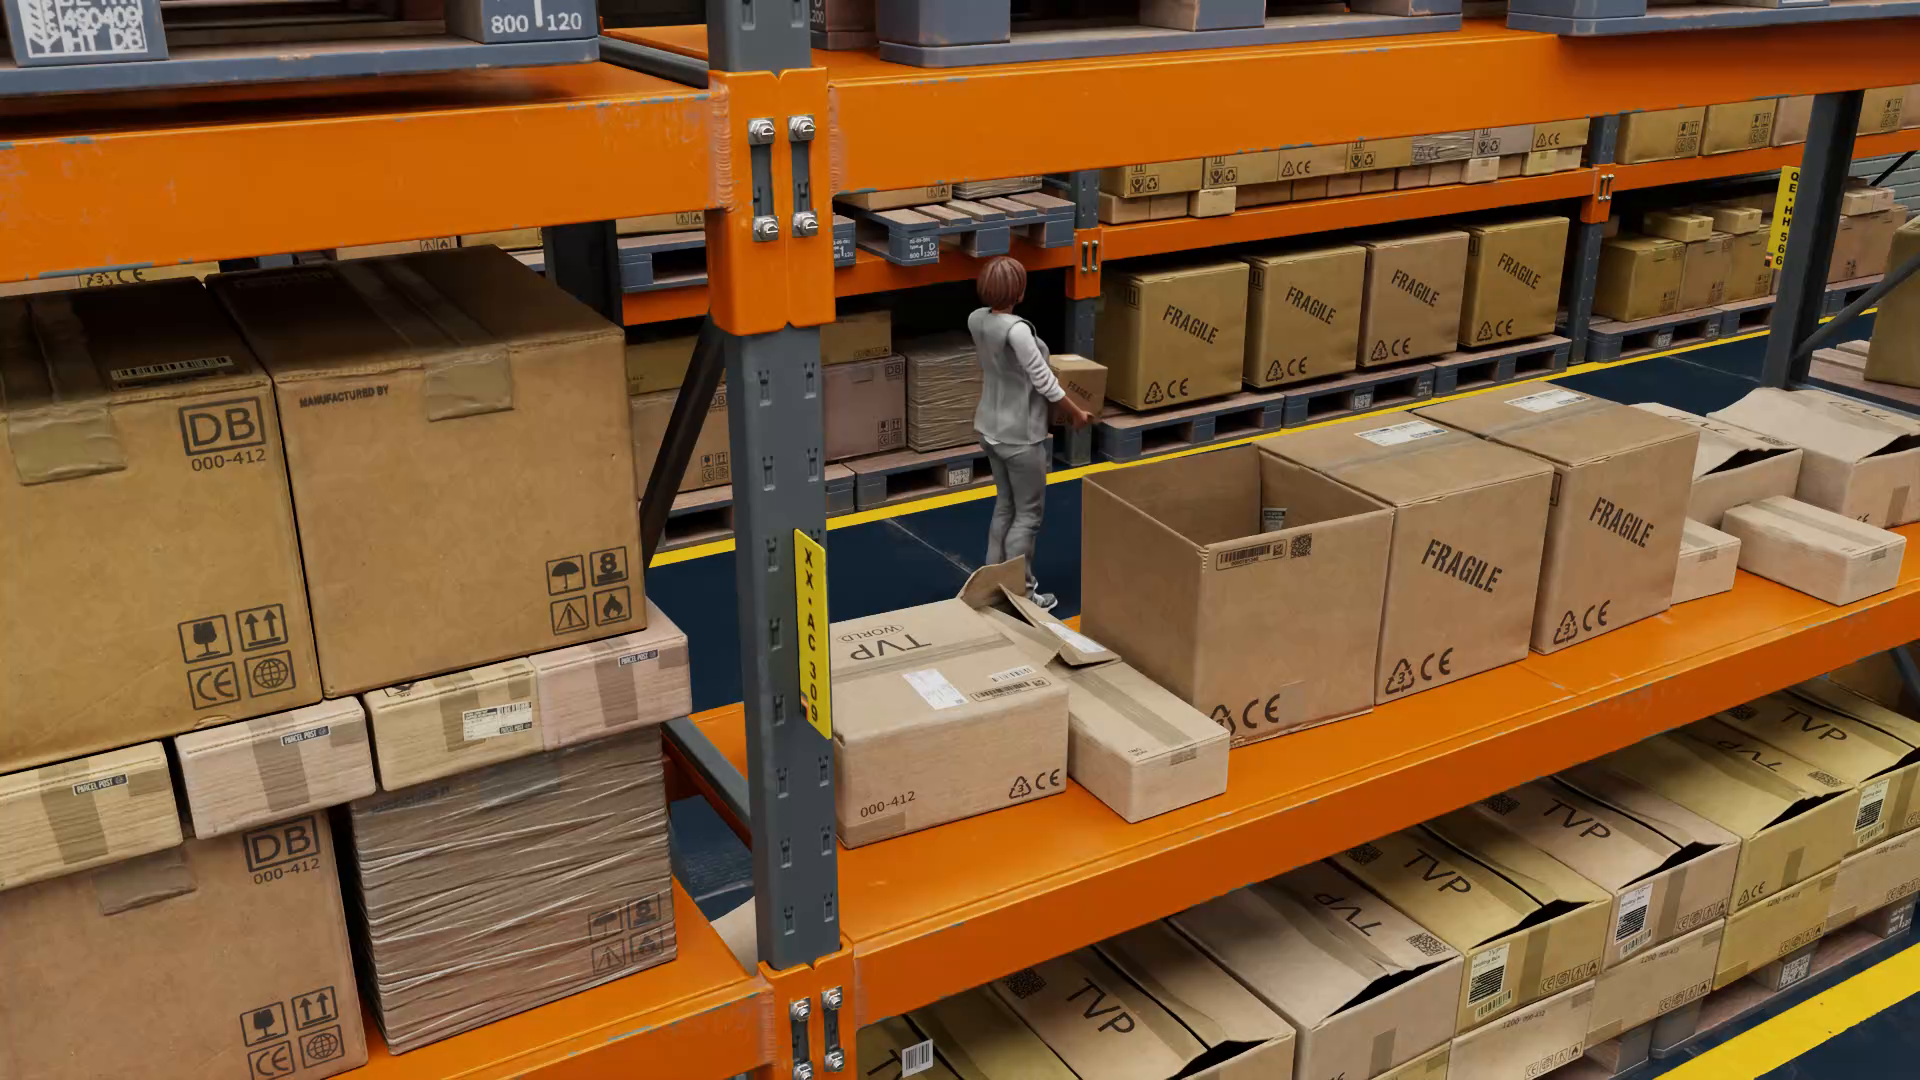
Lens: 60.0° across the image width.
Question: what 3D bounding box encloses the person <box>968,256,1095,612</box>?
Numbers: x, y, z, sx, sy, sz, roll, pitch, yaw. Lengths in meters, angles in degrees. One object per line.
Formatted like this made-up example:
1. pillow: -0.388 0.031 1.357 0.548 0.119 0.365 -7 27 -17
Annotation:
1. person: 0.301 -0.463 7.252 0.498 1.589 0.405 -12 25 -28
